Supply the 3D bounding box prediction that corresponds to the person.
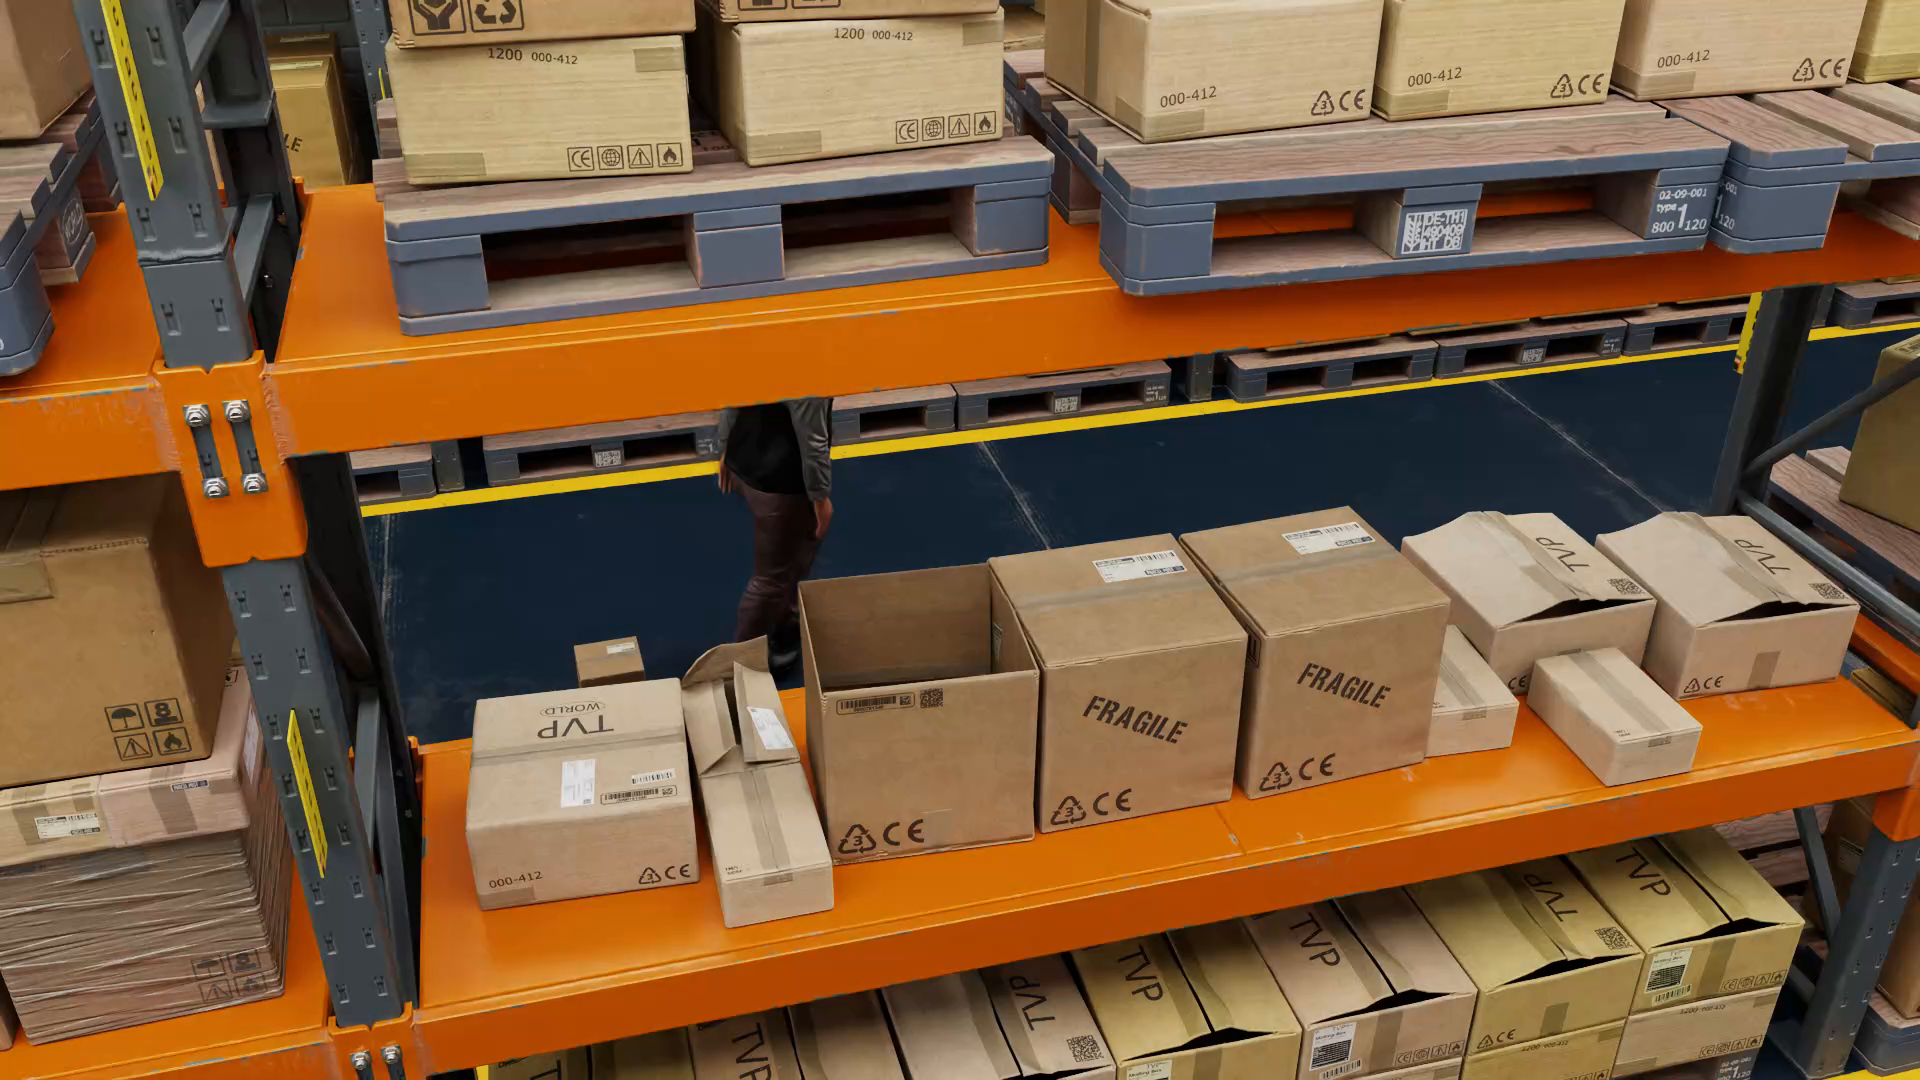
[{"bbox_3d":[-0.715,-0.211,6.510,0.551,1.728,0.563,-17,34,-27],"label":"person"}]
